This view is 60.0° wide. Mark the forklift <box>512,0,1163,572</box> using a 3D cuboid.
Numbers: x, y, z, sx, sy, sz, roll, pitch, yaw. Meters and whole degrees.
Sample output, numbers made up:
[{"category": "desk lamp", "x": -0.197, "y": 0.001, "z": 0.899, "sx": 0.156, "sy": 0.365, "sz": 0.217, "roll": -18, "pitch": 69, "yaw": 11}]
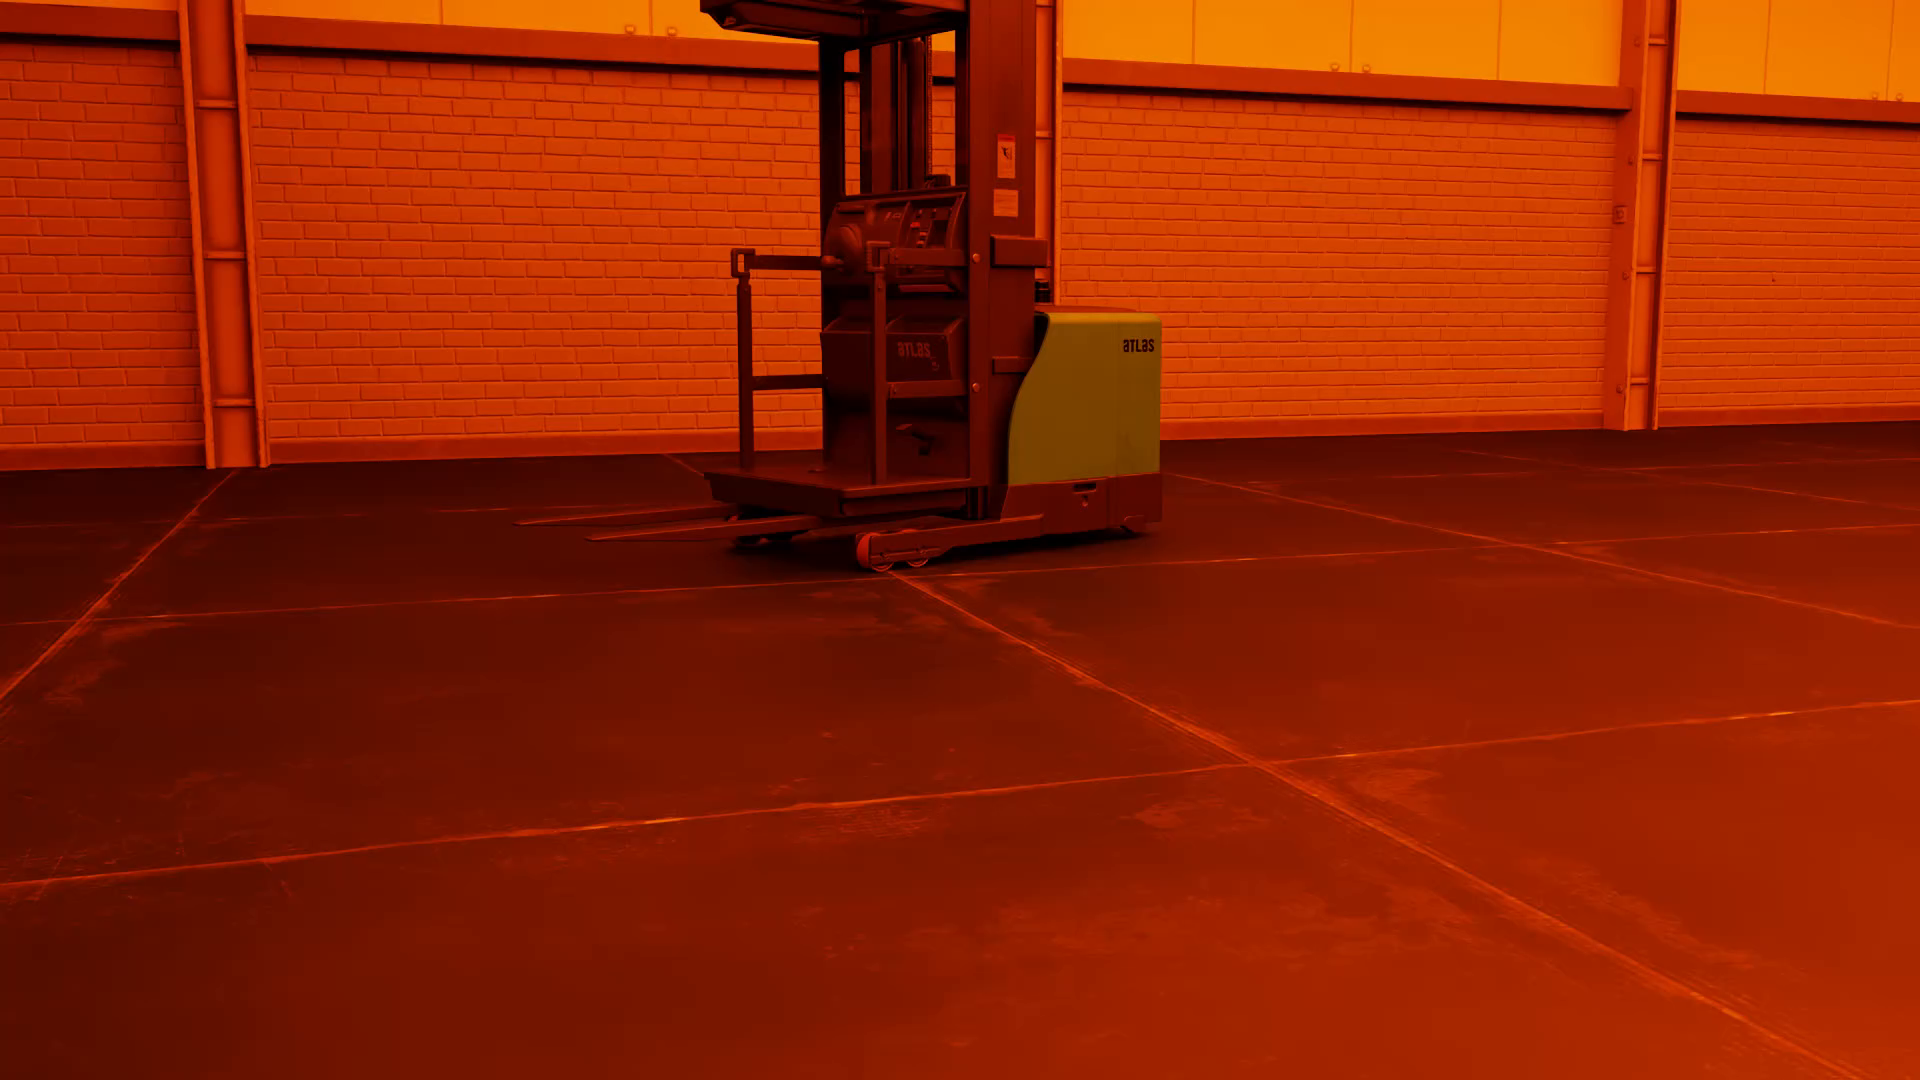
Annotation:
[{"category": "forklift", "x": -0.461, "y": -1.399, "z": 7.333, "sx": 3.031, "sy": 2.935, "sz": 1.130, "roll": -7, "pitch": 10, "yaw": -40}]
